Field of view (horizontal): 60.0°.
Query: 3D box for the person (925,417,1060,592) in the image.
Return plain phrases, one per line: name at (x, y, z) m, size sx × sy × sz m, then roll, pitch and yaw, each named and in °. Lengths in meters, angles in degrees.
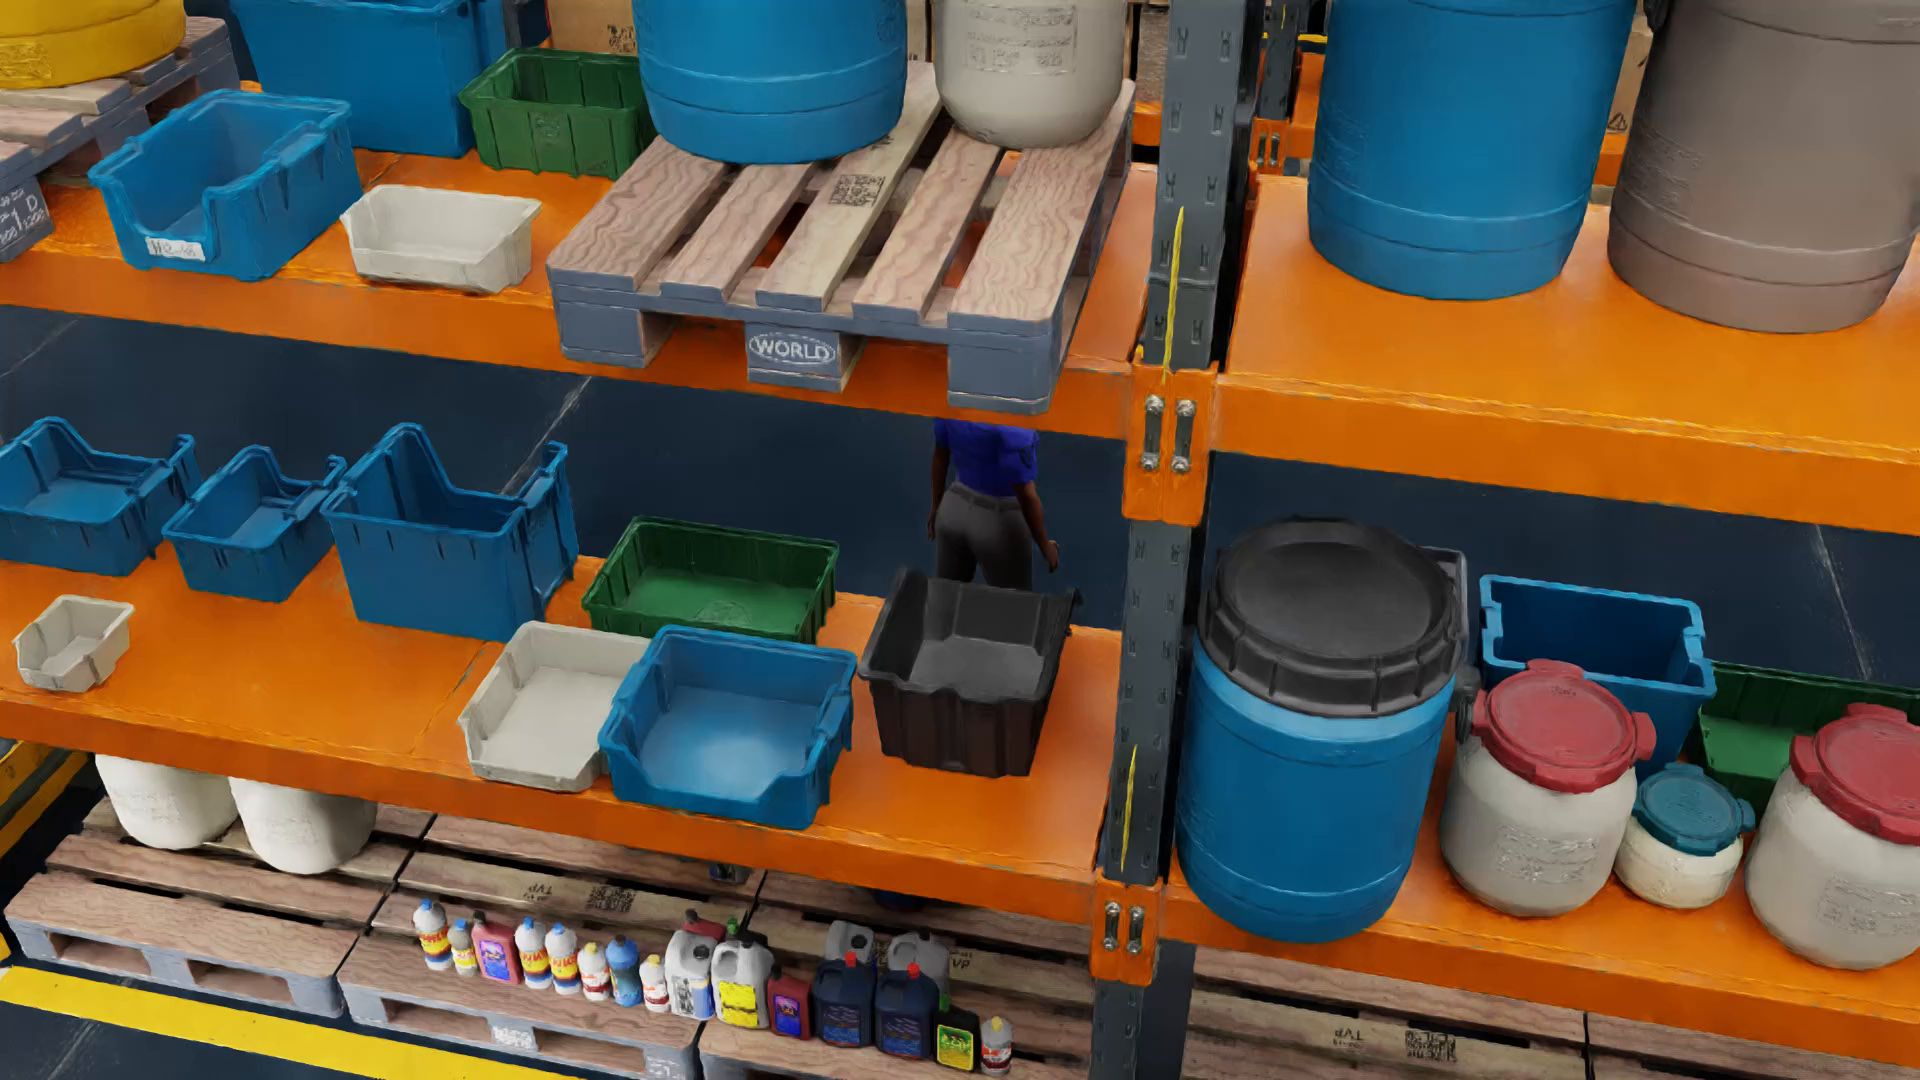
person at (0.123, -0.066, 6.230) m, size 0.565 × 1.654 × 0.574 m, roll 26°, pitch 44°, yaw 30°
